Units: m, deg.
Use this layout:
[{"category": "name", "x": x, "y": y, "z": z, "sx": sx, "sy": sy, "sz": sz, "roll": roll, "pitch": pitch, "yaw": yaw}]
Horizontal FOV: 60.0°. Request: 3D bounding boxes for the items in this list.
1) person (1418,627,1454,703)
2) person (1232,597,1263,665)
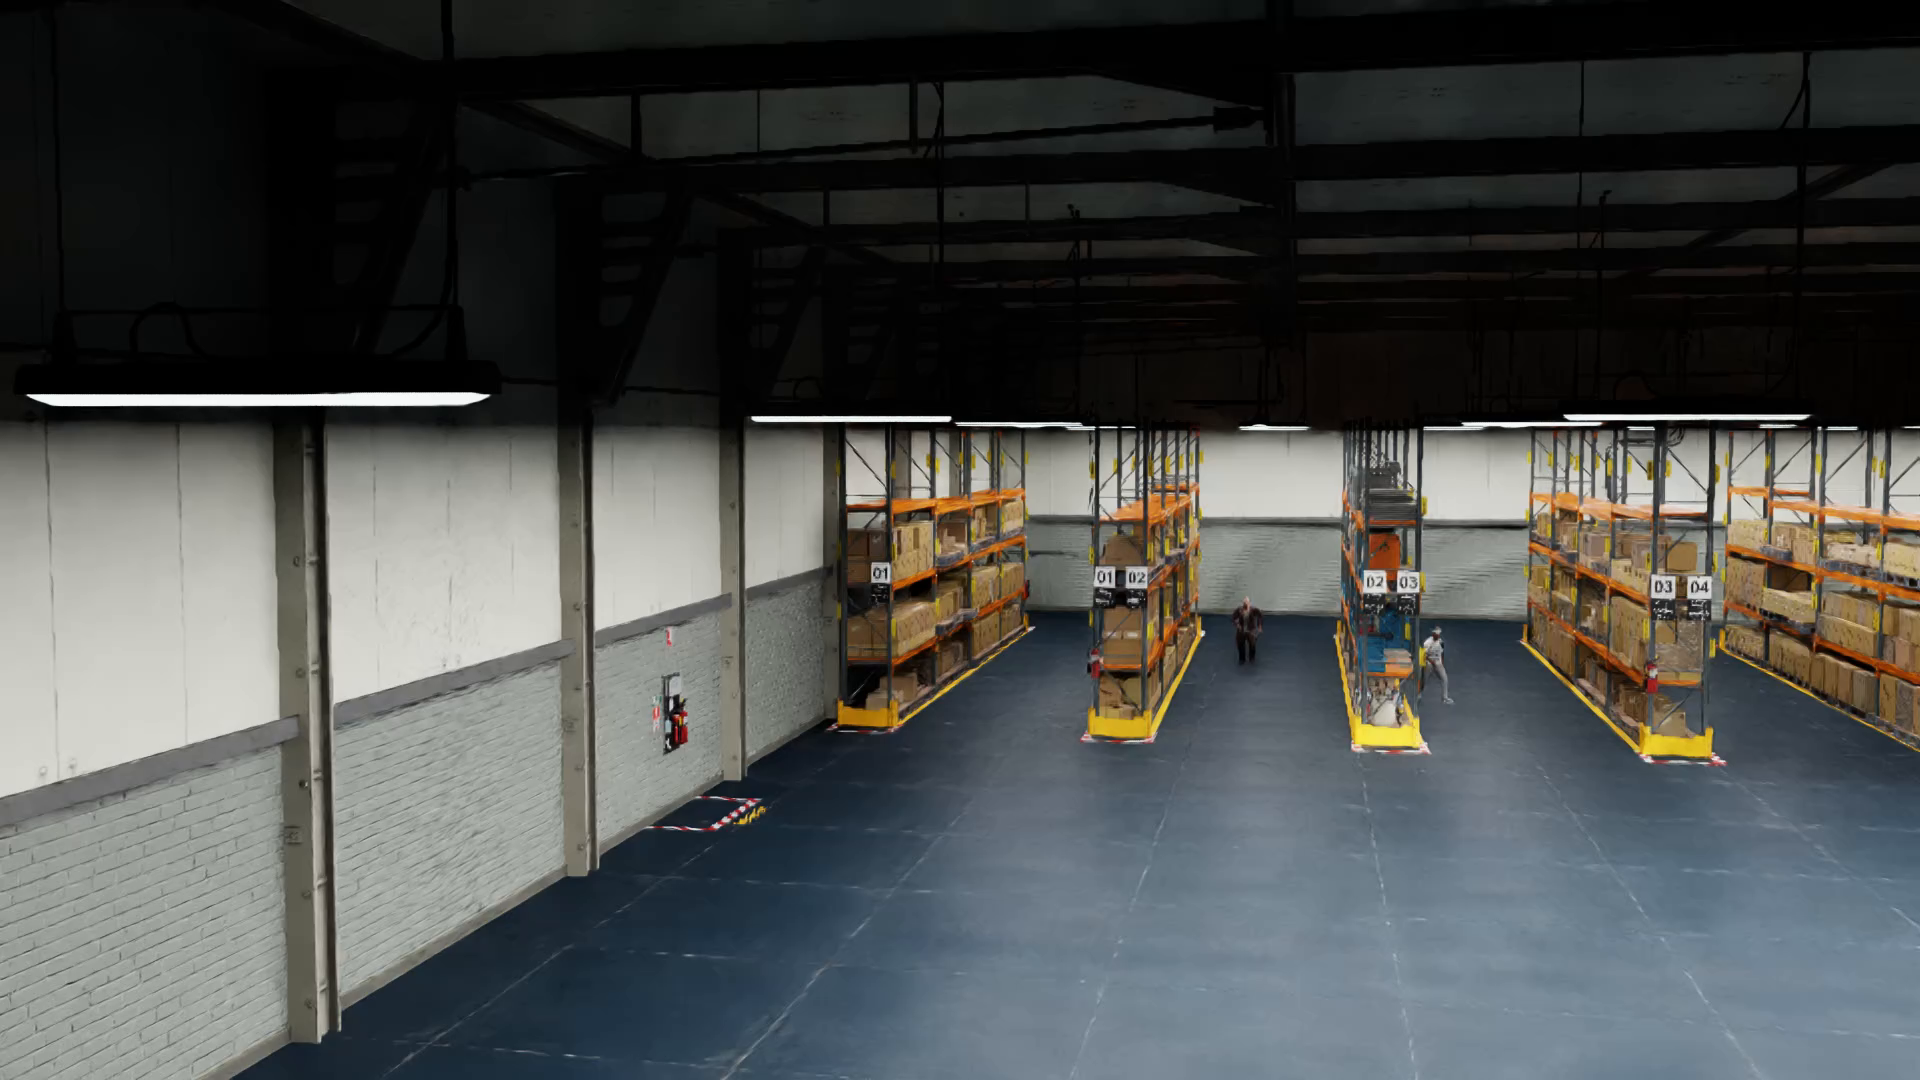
[{"category": "person", "x": 10.050, "y": 2.620, "z": 35.273, "sx": 0.617, "sy": 1.609, "sz": 0.812, "roll": 0, "pitch": 4, "yaw": -7}, {"category": "person", "x": 7.018, "y": 2.238, "z": 40.692, "sx": 0.718, "sy": 1.702, "sz": 0.845, "roll": 1, "pitch": 4, "yaw": 16}]
